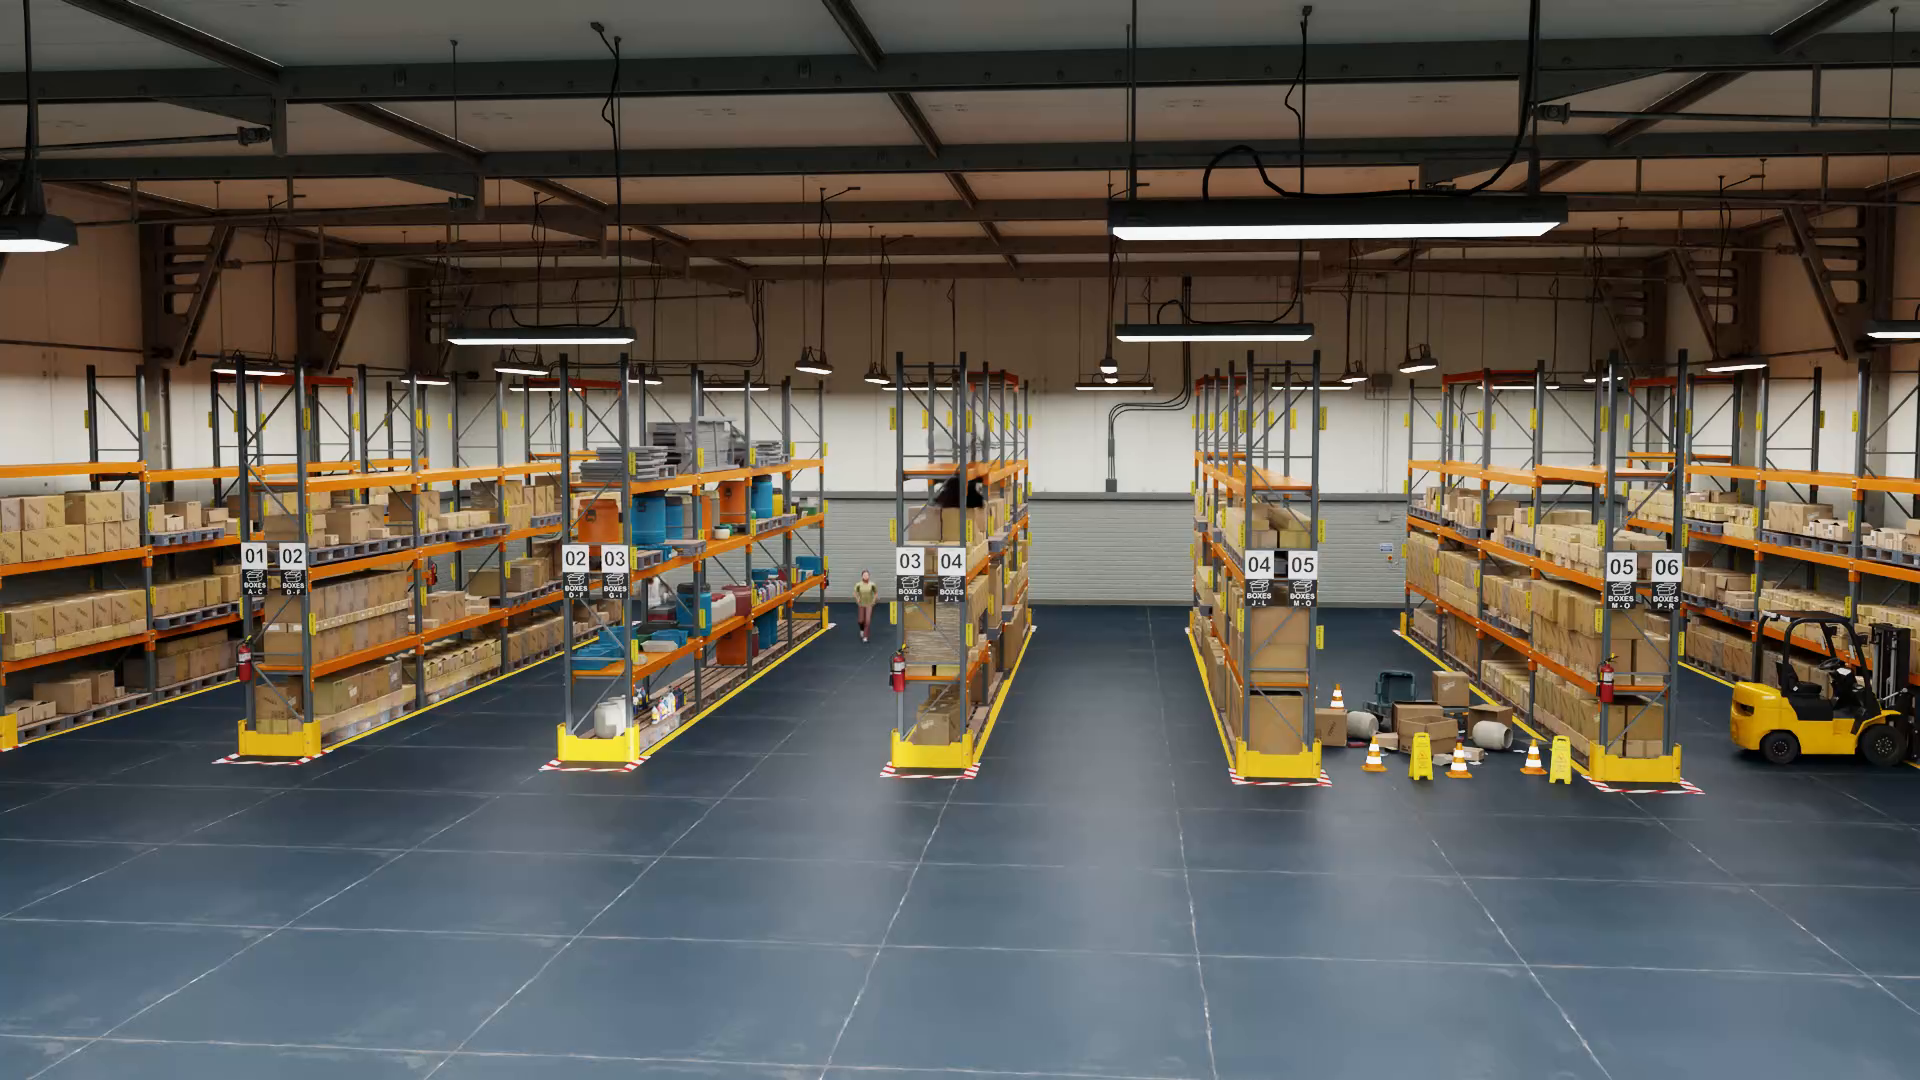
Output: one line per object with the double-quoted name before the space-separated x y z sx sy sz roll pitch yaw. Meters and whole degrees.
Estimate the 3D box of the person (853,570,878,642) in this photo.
"person" -2.143 1.498 37.862 0.569 1.623 0.546 0 4 -4

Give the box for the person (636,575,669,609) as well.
"person" -6.952 1.466 37.498 0.655 1.696 0.827 0 4 5
